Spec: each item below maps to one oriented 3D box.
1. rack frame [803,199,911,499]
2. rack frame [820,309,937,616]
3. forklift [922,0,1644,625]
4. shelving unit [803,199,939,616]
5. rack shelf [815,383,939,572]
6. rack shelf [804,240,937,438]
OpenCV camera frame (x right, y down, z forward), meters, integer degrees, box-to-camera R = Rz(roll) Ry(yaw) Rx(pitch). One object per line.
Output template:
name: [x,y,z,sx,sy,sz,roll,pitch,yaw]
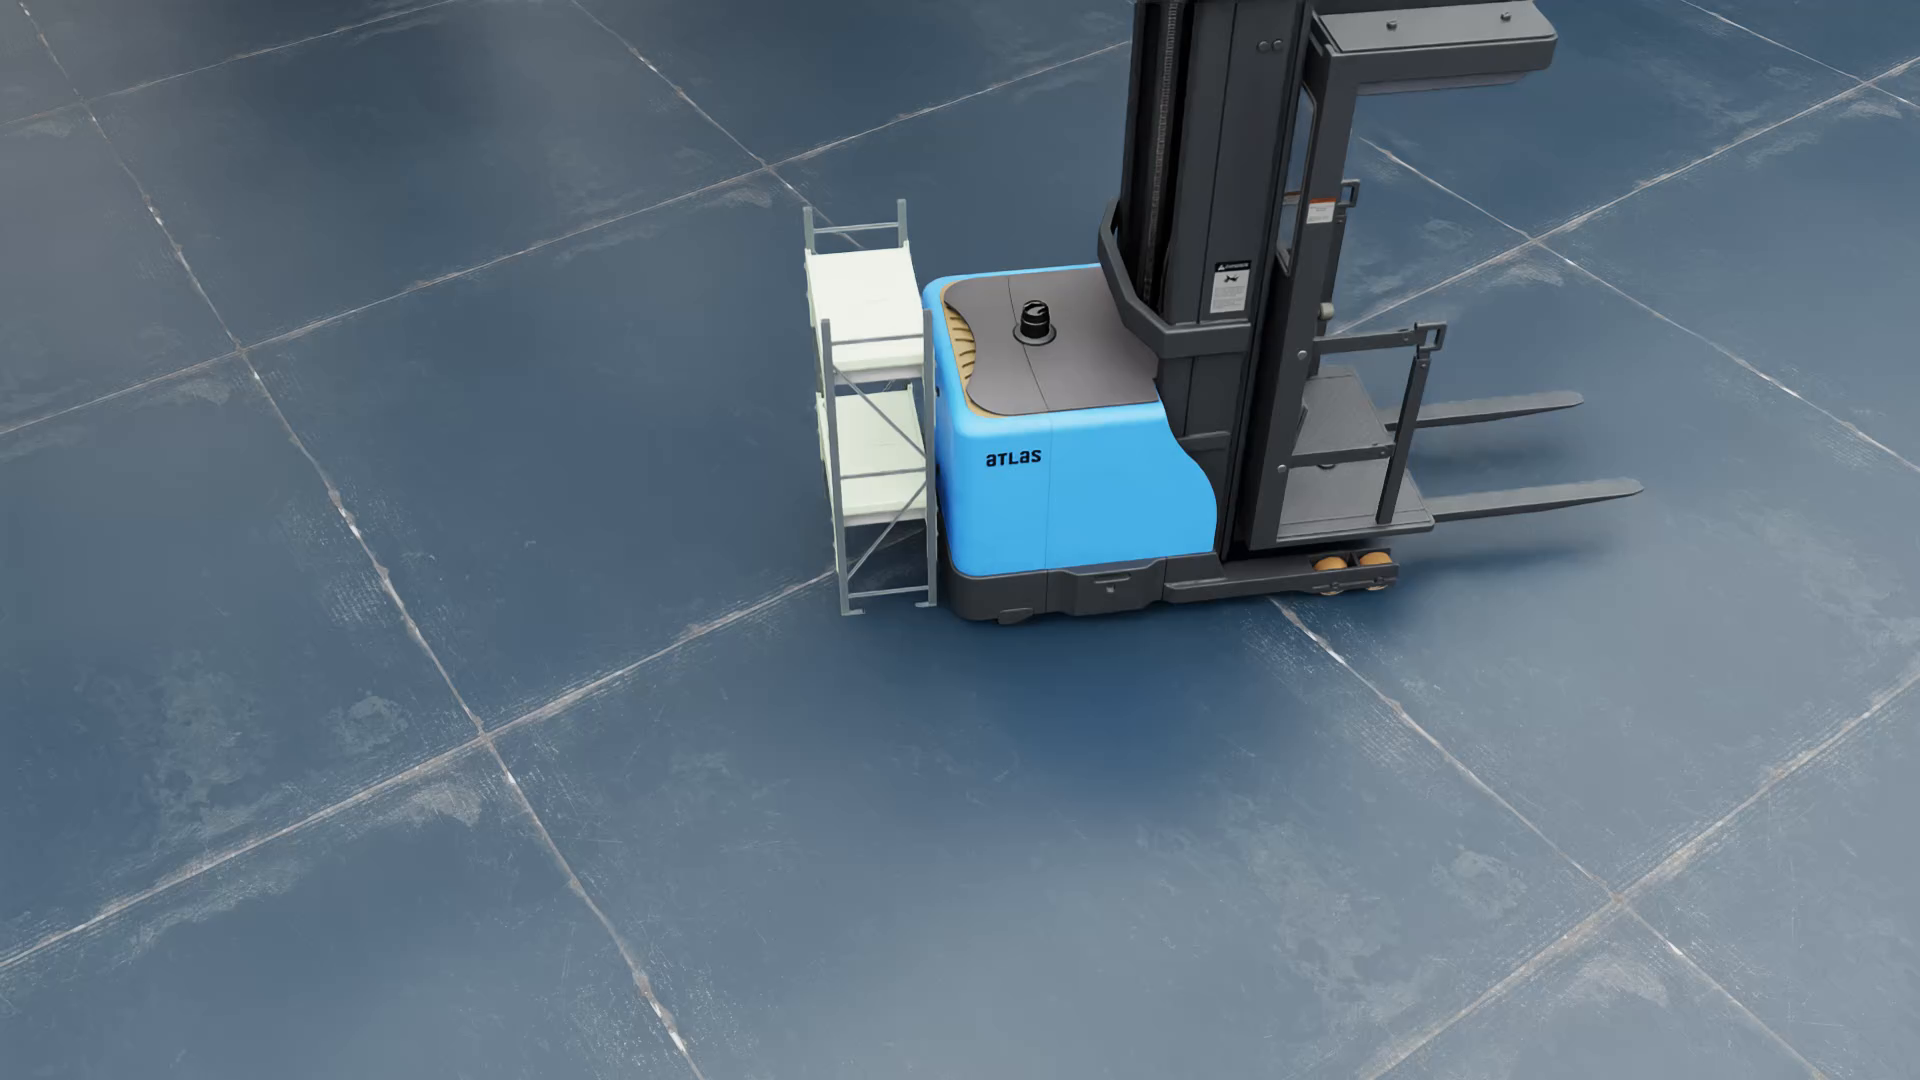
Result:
rack frame: [-0.407,-0.753,6.944,0.400,1.500,0.023,-6,44,-6]
rack frame: [-0.296,-0.253,6.420,0.400,1.500,0.023,-6,44,-6]
forklift: [1.394,-1.185,6.359,3.031,2.935,1.130,-6,44,-6]
shelving unit: [-0.351,-0.503,6.682,0.431,1.500,0.755,-6,44,-6]
rack shelf: [-0.351,-0.267,6.907,0.431,0.370,0.720,-6,44,-6]
rack shelf: [-0.351,-0.786,6.412,0.431,0.370,0.720,-6,44,-6]
